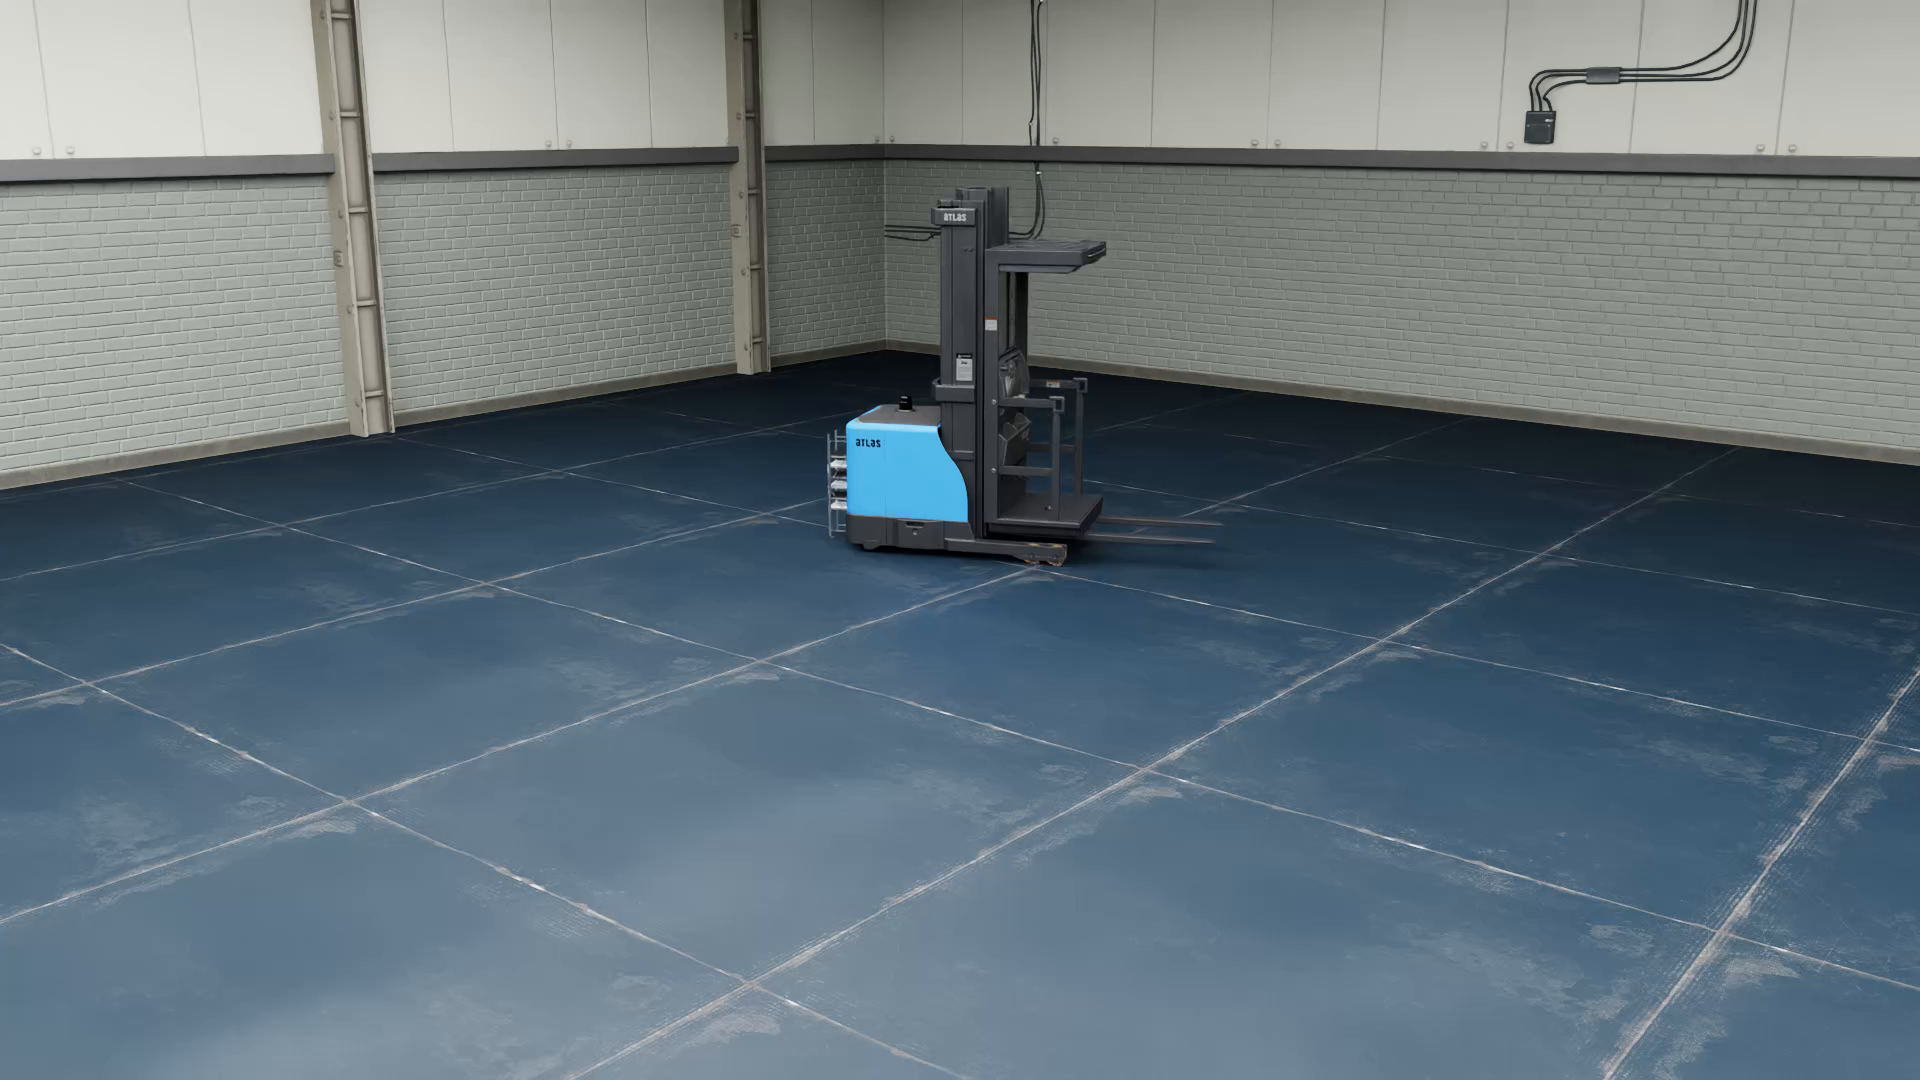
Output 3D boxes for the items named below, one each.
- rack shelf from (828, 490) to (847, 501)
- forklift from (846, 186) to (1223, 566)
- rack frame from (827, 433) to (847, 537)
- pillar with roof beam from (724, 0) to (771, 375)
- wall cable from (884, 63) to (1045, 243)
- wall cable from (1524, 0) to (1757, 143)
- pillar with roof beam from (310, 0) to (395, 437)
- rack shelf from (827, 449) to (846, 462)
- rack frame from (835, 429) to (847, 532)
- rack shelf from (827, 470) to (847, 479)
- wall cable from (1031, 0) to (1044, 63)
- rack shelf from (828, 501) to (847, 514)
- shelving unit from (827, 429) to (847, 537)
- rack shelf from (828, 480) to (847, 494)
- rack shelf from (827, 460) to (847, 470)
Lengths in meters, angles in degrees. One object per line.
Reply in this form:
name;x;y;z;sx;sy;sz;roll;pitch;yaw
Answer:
rack shelf;-0.976;-0.359;14.211;0.258;0.077;0.200;3;15;13
forklift;0.628;-1.359;13.519;3.031;2.935;1.130;4;15;14
rack frame;-0.999;-0.455;14.085;0.240;0.900;0.006;3;15;13
pillar with roof beam;0.437;-6.062;19.709;9.100;9.000;0.400;11;18;38
wall cable;-0.031;-5.583;24.129;3.097;2.526;0.112;11;18;38
wall cable;7.343;-7.264;17.533;2.305;6.003;0.169;11;18;38
pillar with roof beam;-3.334;-4.913;15.186;9.100;9.000;0.400;11;18;38
rack shelf;-0.976;-0.708;14.122;0.258;0.077;0.200;3;15;13
rack frame;-0.952;-0.503;14.277;0.240;0.900;0.006;3;15;13
rack shelf;-0.976;-0.534;14.167;0.258;0.077;0.200;3;15;13
wall cable;2.073;-7.612;21.859;3.097;2.526;0.112;11;18;38
rack shelf;-0.976;-0.272;14.233;0.258;0.077;0.200;3;15;13
shelving unit;-0.976;-0.479;14.181;0.258;0.900;0.210;3;15;13
rack shelf;-0.976;-0.447;14.189;0.258;0.077;0.200;3;15;13
rack shelf;-0.976;-0.621;14.145;0.258;0.077;0.200;3;15;13
